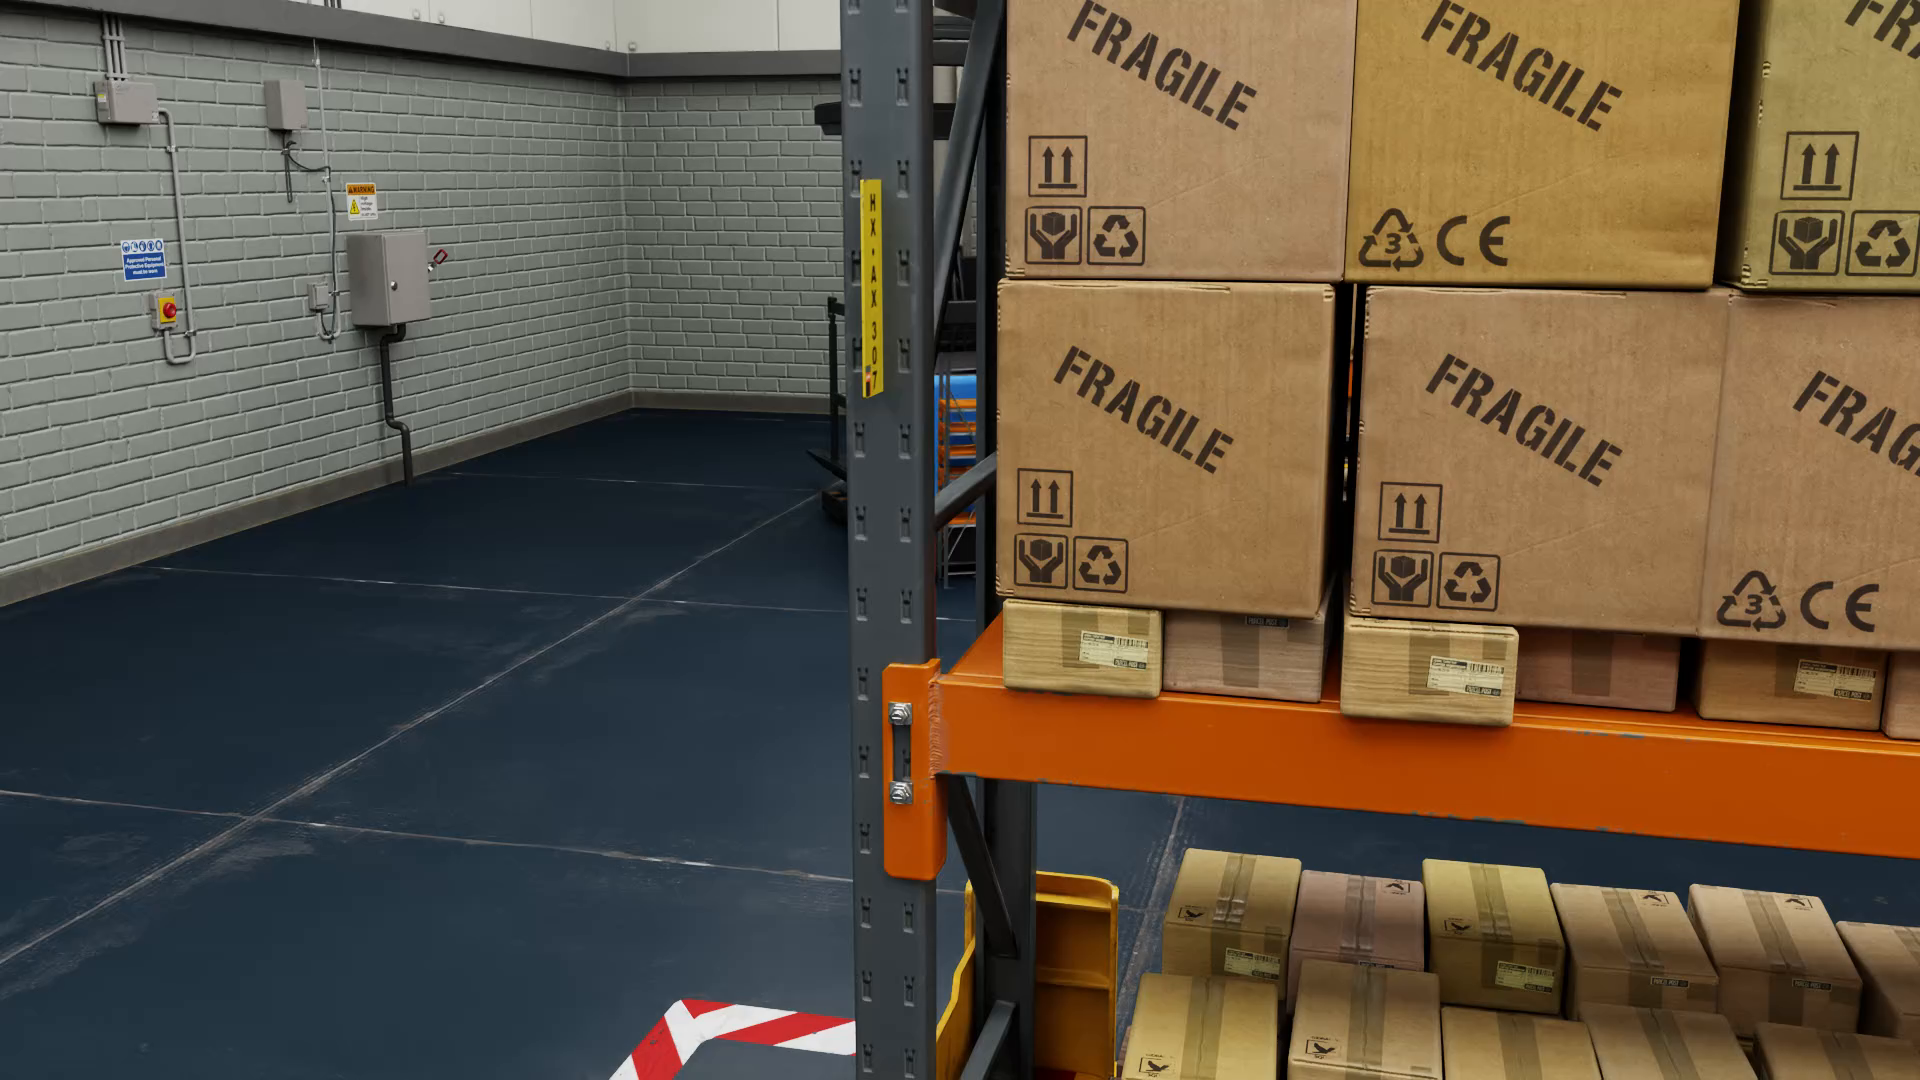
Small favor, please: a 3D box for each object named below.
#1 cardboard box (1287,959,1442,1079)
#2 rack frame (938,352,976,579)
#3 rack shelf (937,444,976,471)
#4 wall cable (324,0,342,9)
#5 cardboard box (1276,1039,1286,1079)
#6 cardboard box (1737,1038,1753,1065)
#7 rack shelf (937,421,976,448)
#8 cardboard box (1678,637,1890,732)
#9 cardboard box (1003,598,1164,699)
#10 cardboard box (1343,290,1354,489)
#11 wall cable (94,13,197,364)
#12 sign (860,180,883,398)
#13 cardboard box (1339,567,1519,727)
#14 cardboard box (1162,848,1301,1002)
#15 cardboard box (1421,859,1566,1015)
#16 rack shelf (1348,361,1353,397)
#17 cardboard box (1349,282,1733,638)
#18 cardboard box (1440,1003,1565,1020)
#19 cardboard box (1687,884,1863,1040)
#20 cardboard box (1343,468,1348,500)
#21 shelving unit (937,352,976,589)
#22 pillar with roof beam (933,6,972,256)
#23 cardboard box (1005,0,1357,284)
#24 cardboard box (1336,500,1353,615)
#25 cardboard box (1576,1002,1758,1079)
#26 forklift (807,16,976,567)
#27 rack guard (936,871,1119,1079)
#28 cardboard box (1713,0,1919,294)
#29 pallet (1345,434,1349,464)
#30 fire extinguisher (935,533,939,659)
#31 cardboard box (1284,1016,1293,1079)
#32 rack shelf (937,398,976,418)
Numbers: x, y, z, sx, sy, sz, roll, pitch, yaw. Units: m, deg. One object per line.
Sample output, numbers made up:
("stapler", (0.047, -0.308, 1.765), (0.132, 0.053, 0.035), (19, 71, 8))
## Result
("cardboard box", (0.720, 0.908, 2.955), (0.250, 0.149, 0.380), (3, 13, 15))
("rack frame", (0.007, -0.377, 8.620), (0.240, 1.200, 0.006), (-2, 16, -11))
("rack shelf", (0.025, -0.426, 8.513), (0.258, 0.103, 0.180), (-2, 16, -11))
("wall cable", (-3.619, -5.047, 11.620), (0.133, 3.039, 2.988), (3, 13, 14))
("cardboard box", (0.444, 1.047, 3.016), (0.250, 0.149, 0.380), (4, 13, 16))
("cardboard box", (1.588, 0.984, 3.300), (0.250, 0.149, 0.380), (3, 13, 14))
("rack shelf", (0.027, -0.541, 8.481), (0.258, 0.103, 0.180), (-2, 16, -11))
("cardboard box", (1.280, 0.166, 2.640), (0.250, 0.149, 0.380), (3, 13, 13))
("cardboard box", (0.232, 0.132, 2.792), (0.250, 0.149, 0.380), (3, 13, 13))
("cardboard box", (0.494, -0.301, 3.247), (0.500, 0.500, 0.500), (3, 13, 15))
("wall cable", (-4.396, -1.921, 9.050), (0.123, 1.953, 0.585), (3, 13, 14))
("sign", (-0.133, -0.385, 2.543), (0.005, 0.325, 0.100), (3, 13, 14))
("cardboard box", (0.738, 0.162, 2.658), (0.250, 0.149, 0.380), (3, 13, 12))
("cardboard box", (0.571, 0.795, 3.466), (0.250, 0.149, 0.380), (3, 13, 14))
("cardboard box", (1.083, 0.806, 3.413), (0.250, 0.149, 0.380), (3, 13, 12))
("rack shelf", (3.026, -0.667, 7.477), (4.000, 0.370, 1.077), (3, 13, 14))
("cardboard box", (0.892, -0.166, 2.640), (0.500, 0.500, 0.500), (3, 13, 14))
("cardboard box", (1.082, 0.960, 3.409), (0.250, 0.149, 0.380), (3, 13, 11))
("cardboard box", (1.594, 0.835, 3.282), (0.250, 0.149, 0.380), (4, 13, 16))
("cardboard box", (1.749, -0.063, 8.039), (0.875, 0.438, 0.875), (3, 13, 12))
("shelving unit", (0.024, -0.353, 8.533), (0.258, 1.200, 0.189), (-2, 16, -11))
("pillar with roof beam", (-1.163, -4.519, 9.327), (0.400, 9.000, 9.100), (3, 13, 14))
("cardboard box", (0.369, -0.679, 2.643), (0.500, 0.500, 0.500), (3, 13, 13))
("cardboard box", (0.860, 0.035, 3.232), (0.250, 0.149, 0.380), (3, 13, 13))
("cardboard box", (1.195, 0.943, 2.795), (0.250, 0.149, 0.380), (2, 13, 11))
("forklift", (-0.219, -1.558, 9.991), (1.130, 2.935, 3.031), (-5, 13, -20))
("rack guard", (0.070, 1.148, 3.404), (0.348, 0.500, 1.175), (3, 13, 14))
("cardboard box", (1.360, -0.623, 2.388), (0.500, 0.500, 0.500), (3, 13, 12))
("pallet", (3.118, -0.760, 12.671), (1.213, 0.211, 1.003), (3, 13, 14))
("fire extinguisher", (-0.138, 0.034, 3.696), (0.183, 0.674, 0.296), (3, 13, 14))
("cardboard box", (0.557, 1.094, 3.489), (0.250, 0.149, 0.380), (3, 13, 14))
("rack shelf", (0.028, -0.657, 8.448), (0.258, 0.103, 0.180), (-2, 16, -11))
